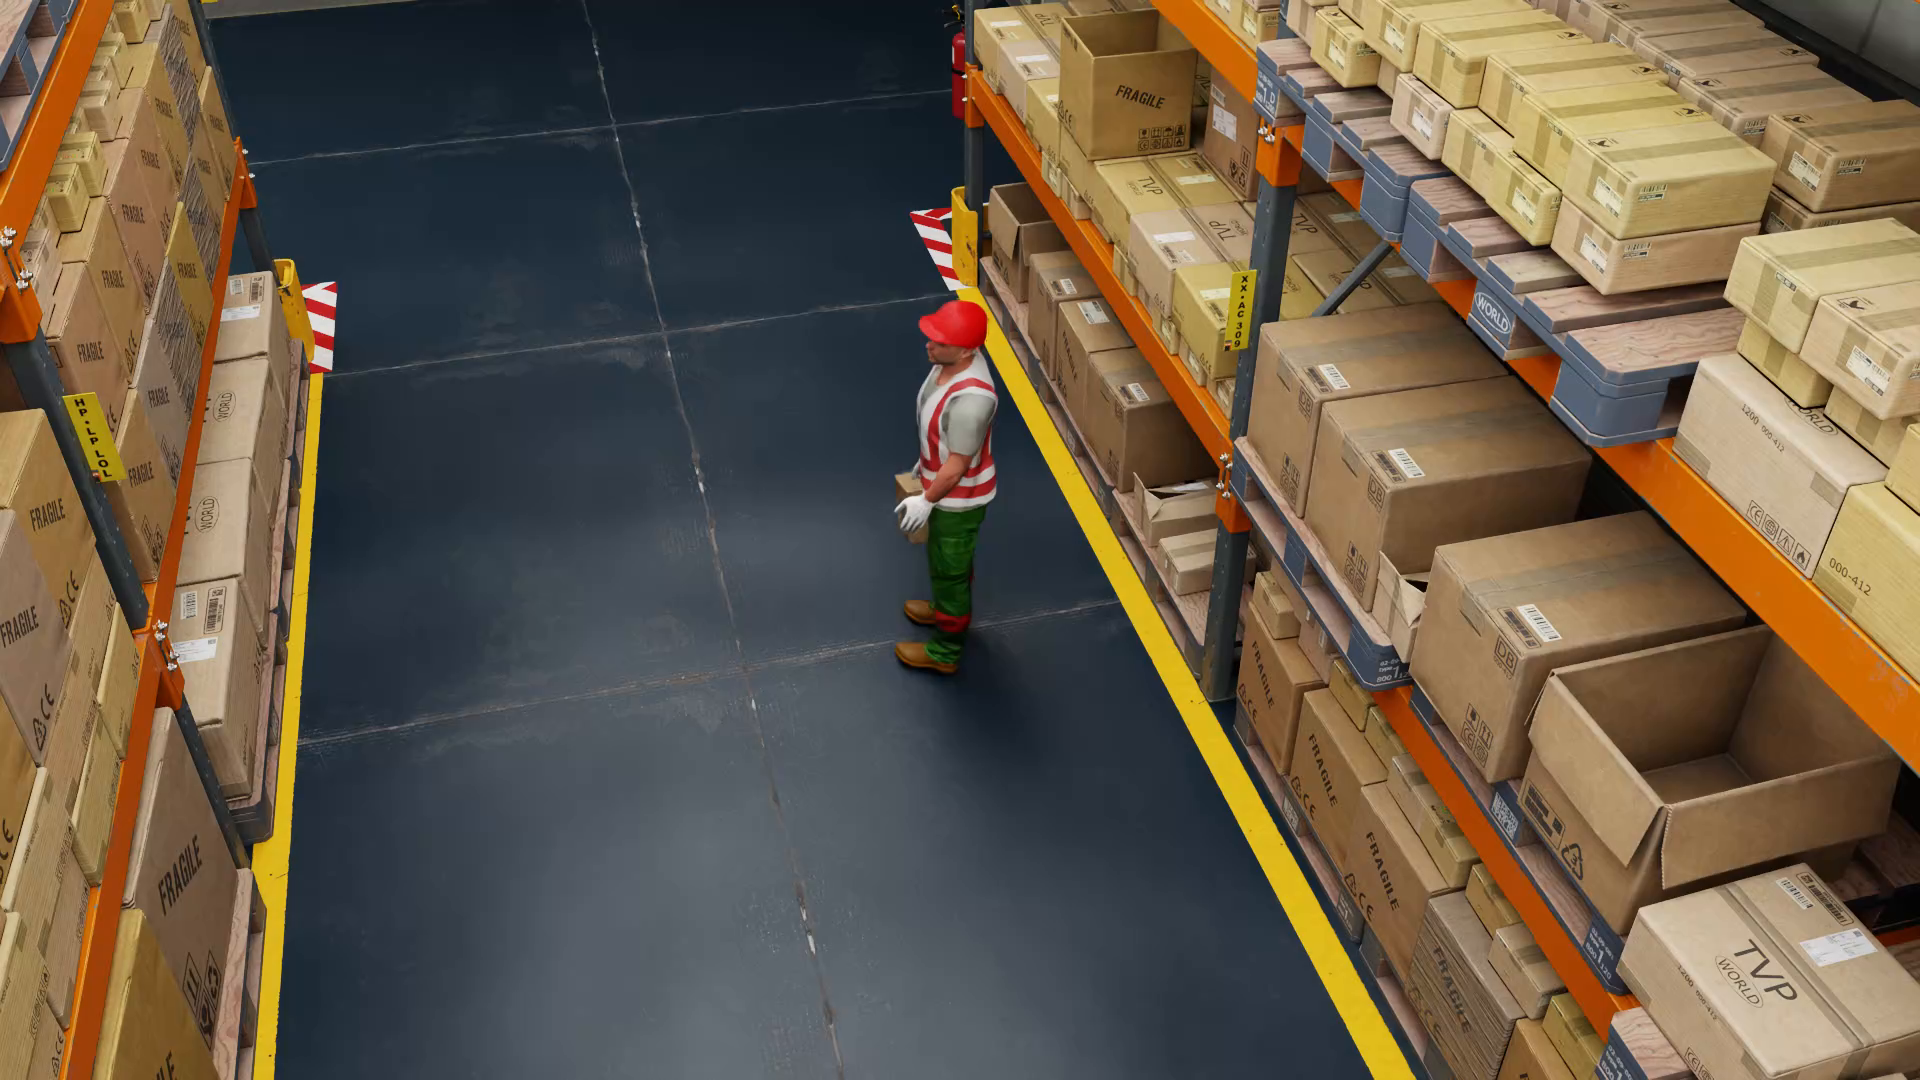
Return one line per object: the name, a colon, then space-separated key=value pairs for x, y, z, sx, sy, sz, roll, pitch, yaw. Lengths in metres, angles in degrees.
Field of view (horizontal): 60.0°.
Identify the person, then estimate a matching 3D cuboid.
person: x=-0.081 y=-0.234 z=6.956 sx=0.442 sy=1.800 sz=0.577 roll=-4 pitch=38 yaw=-5
